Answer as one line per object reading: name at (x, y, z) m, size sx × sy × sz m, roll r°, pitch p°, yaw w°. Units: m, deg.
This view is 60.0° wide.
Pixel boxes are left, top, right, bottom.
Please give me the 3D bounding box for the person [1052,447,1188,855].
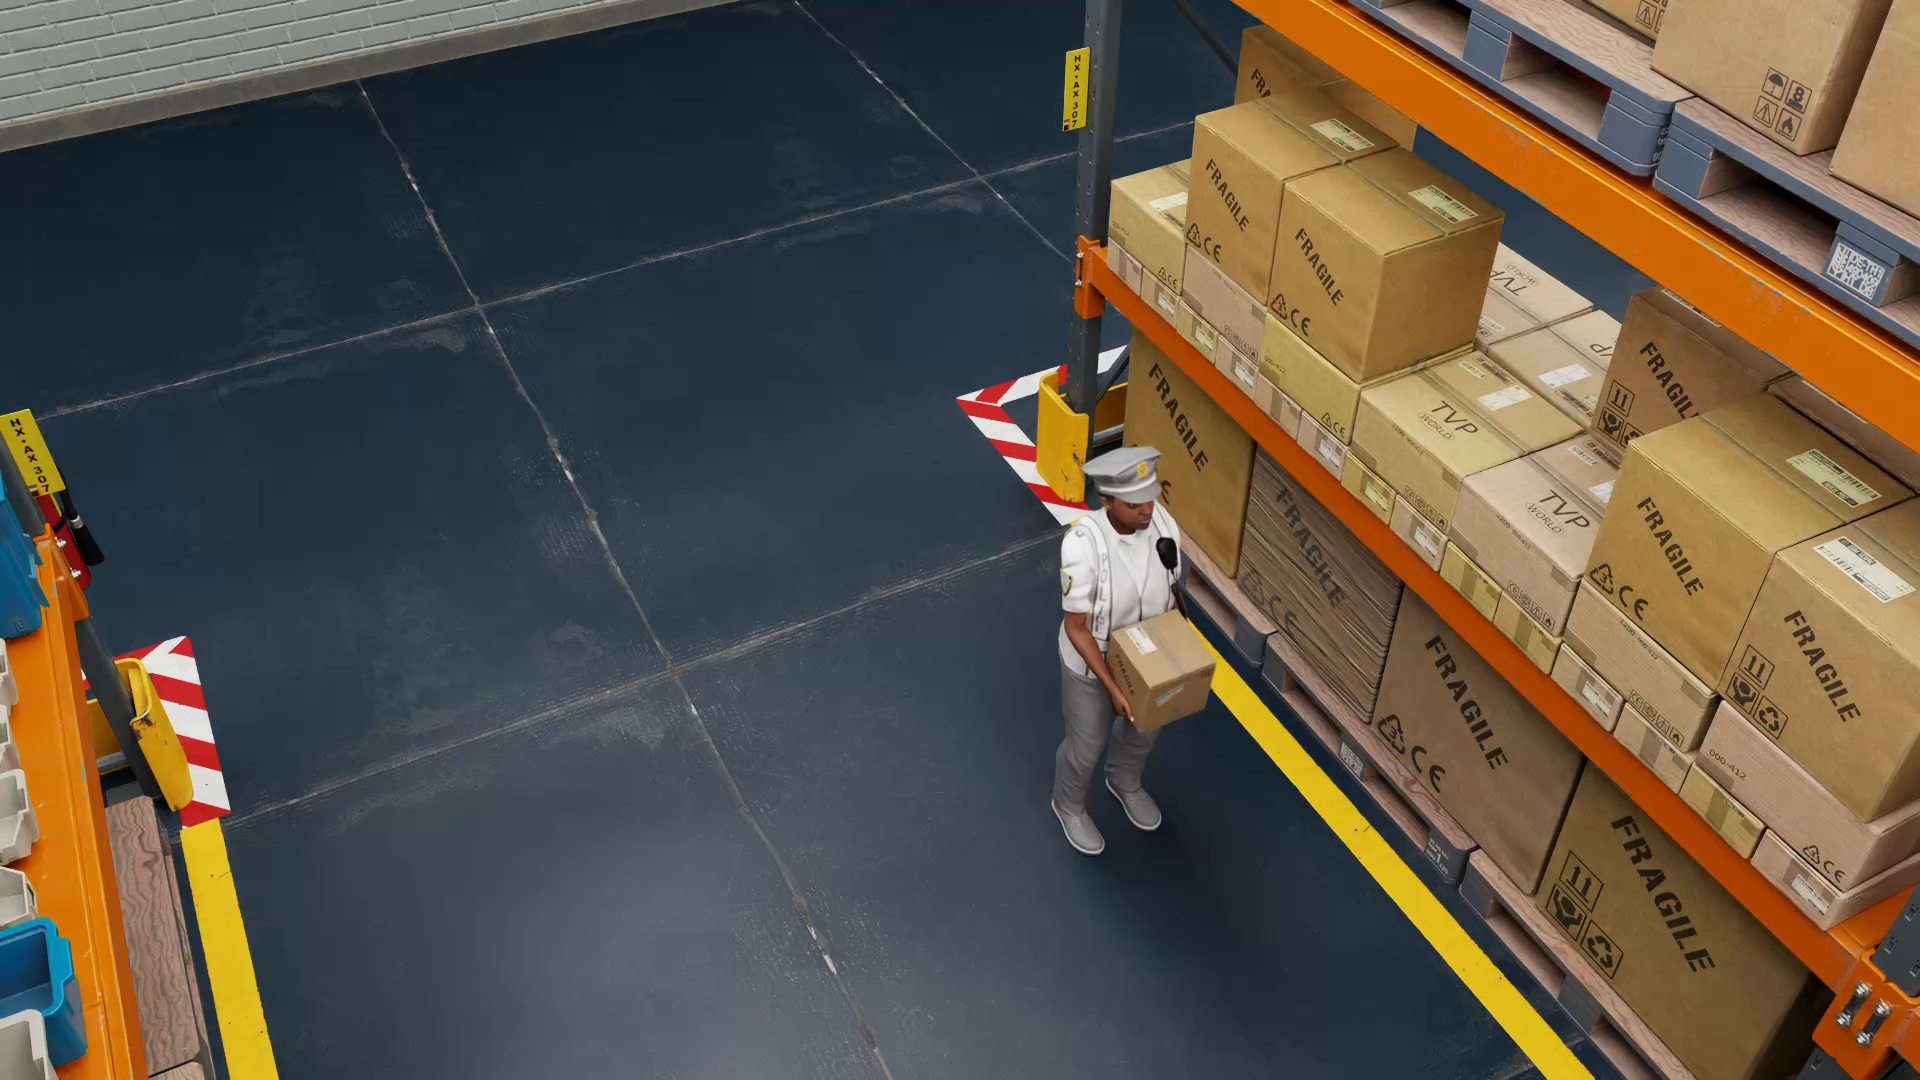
person at (0.564, 0.429, 5.655) m, size 0.450 × 1.687 × 0.533 m, roll -18°, pitch 45°, yaw -19°
